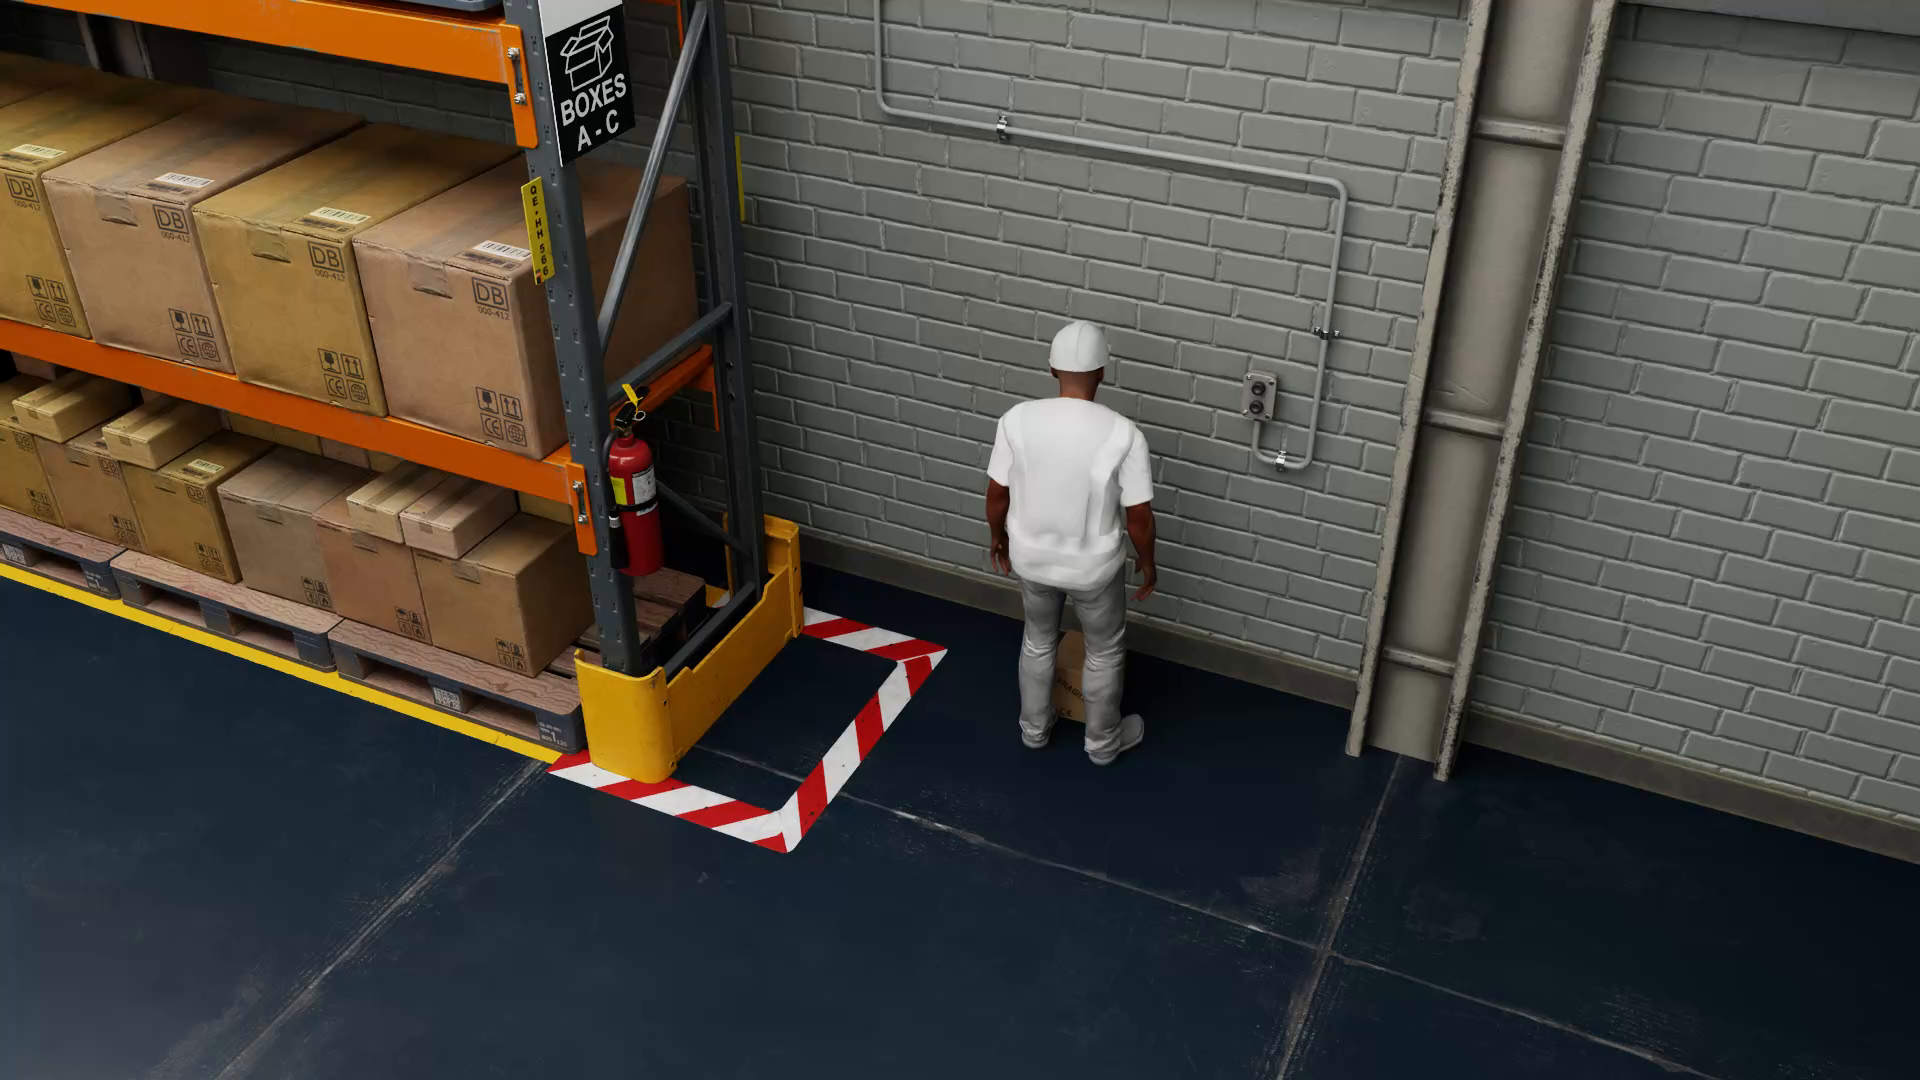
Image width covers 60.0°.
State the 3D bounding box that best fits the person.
[{"bbox_3d":[0.409,0.037,6.070,0.634,1.760,0.459,12,35,18],"label":"person"}]
